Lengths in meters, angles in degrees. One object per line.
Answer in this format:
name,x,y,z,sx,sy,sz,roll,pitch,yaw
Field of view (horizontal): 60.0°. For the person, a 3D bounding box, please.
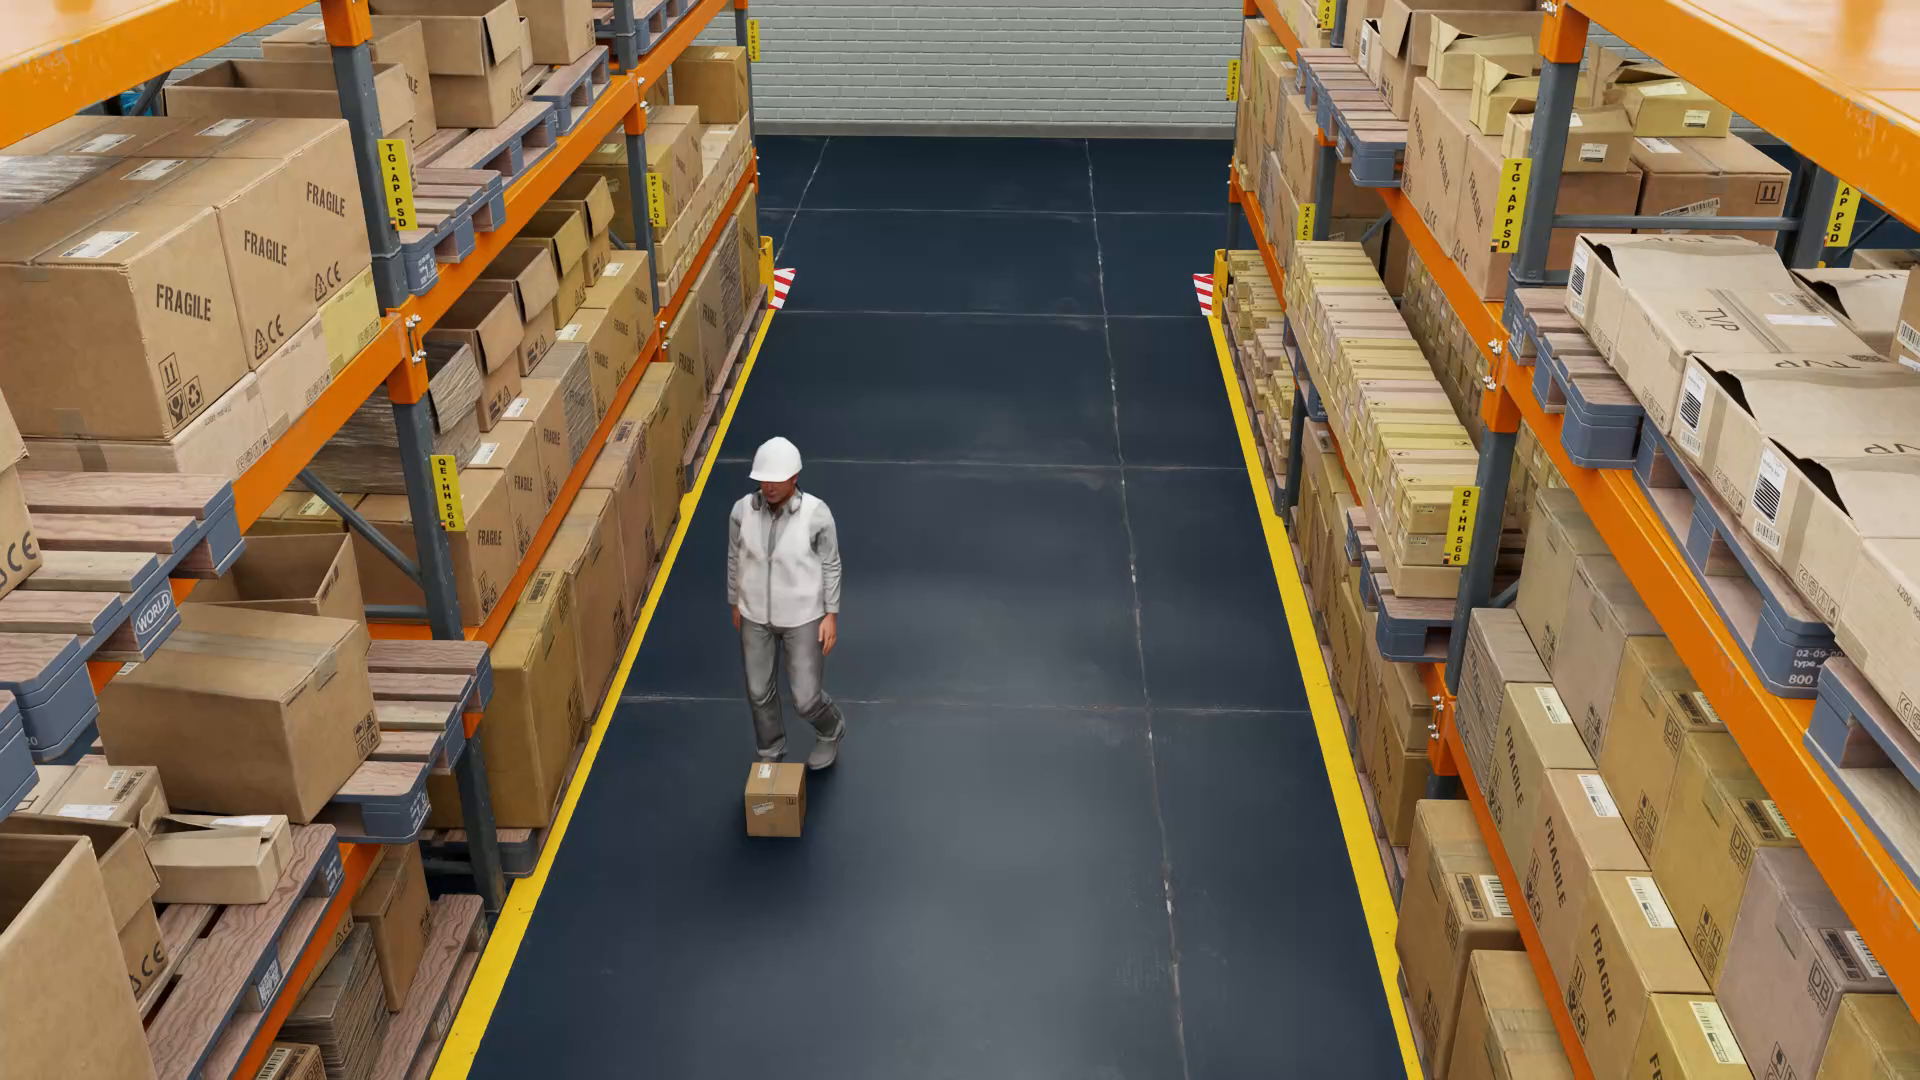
person,-0.857,0.360,7.923,0.560,1.759,0.485,6,28,11
